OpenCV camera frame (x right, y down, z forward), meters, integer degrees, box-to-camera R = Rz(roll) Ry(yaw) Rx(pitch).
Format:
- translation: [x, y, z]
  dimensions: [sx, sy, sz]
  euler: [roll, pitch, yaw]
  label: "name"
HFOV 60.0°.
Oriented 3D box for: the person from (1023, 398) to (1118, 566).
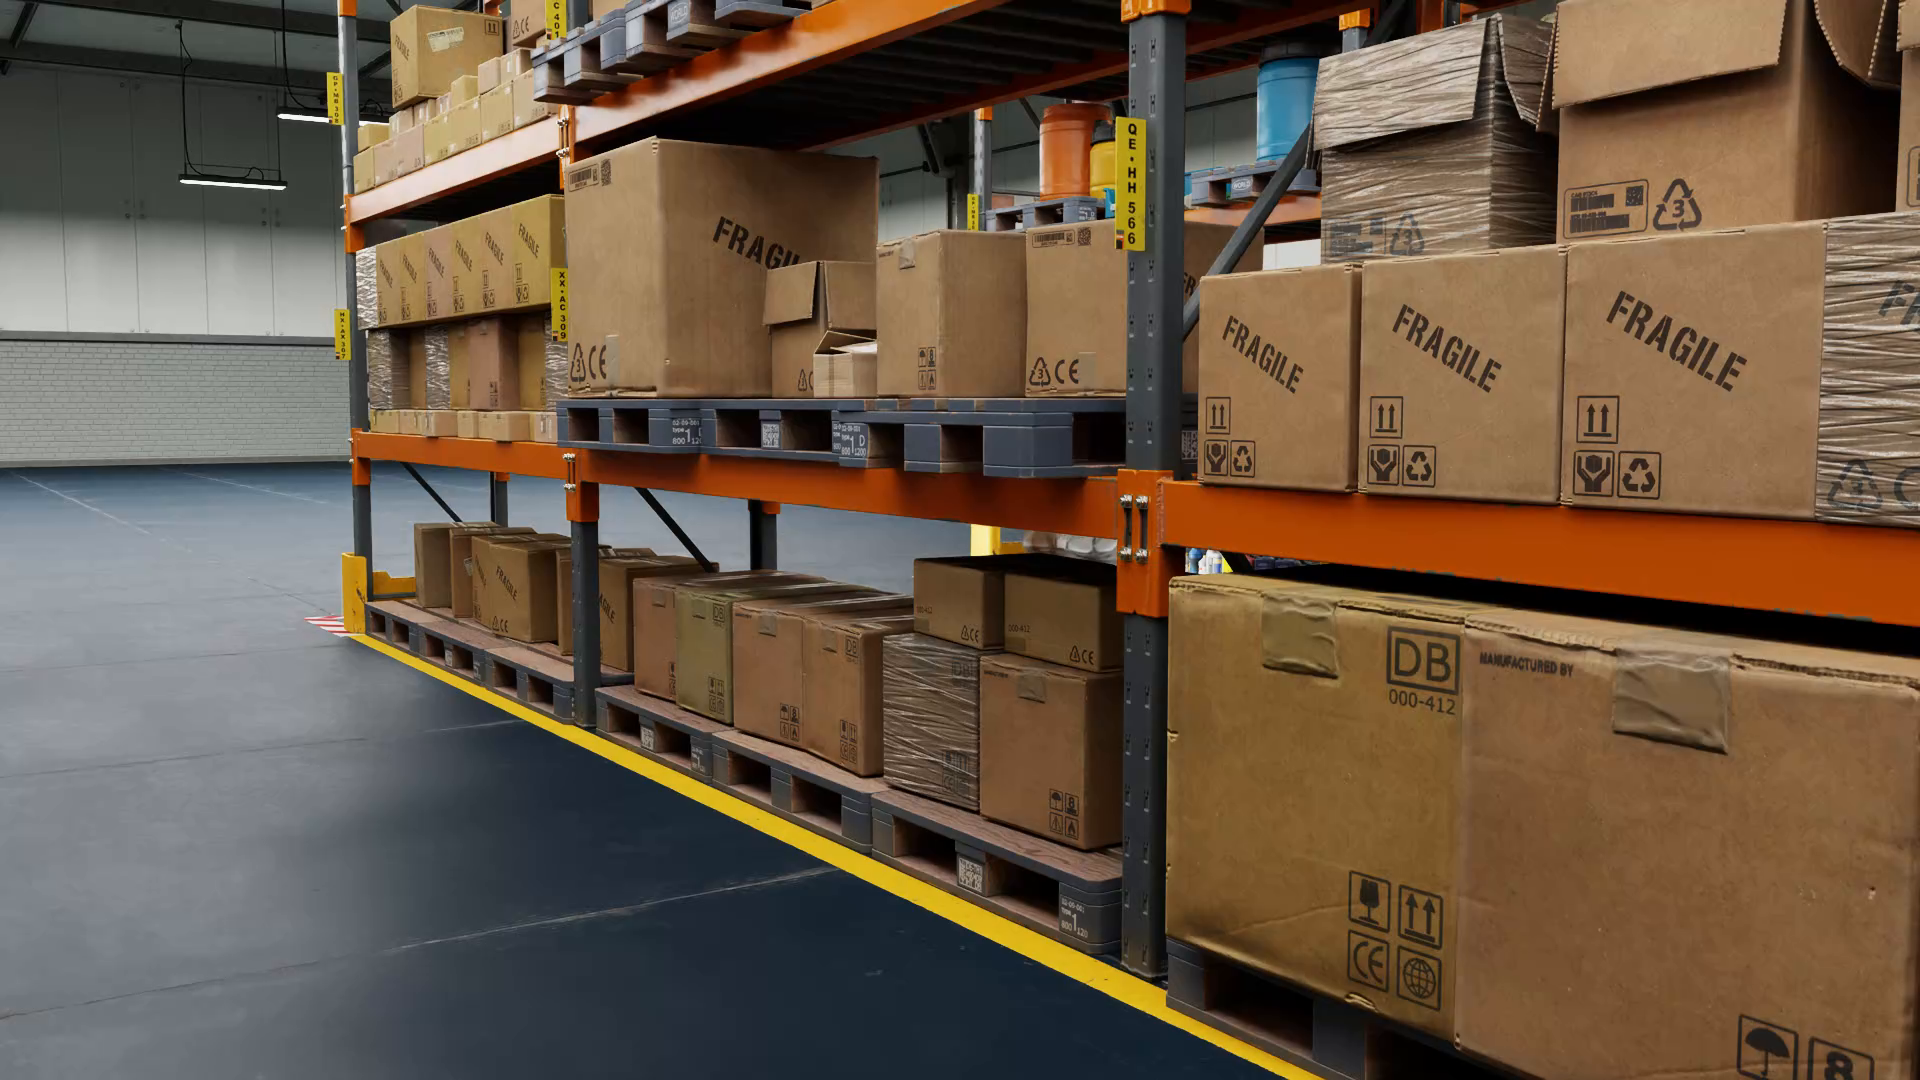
- translation: [0.553, 0.078, 7.491]
  dimensions: [0.496, 1.621, 0.479]
  euler: [-3, 6, -32]
  label: "person"
